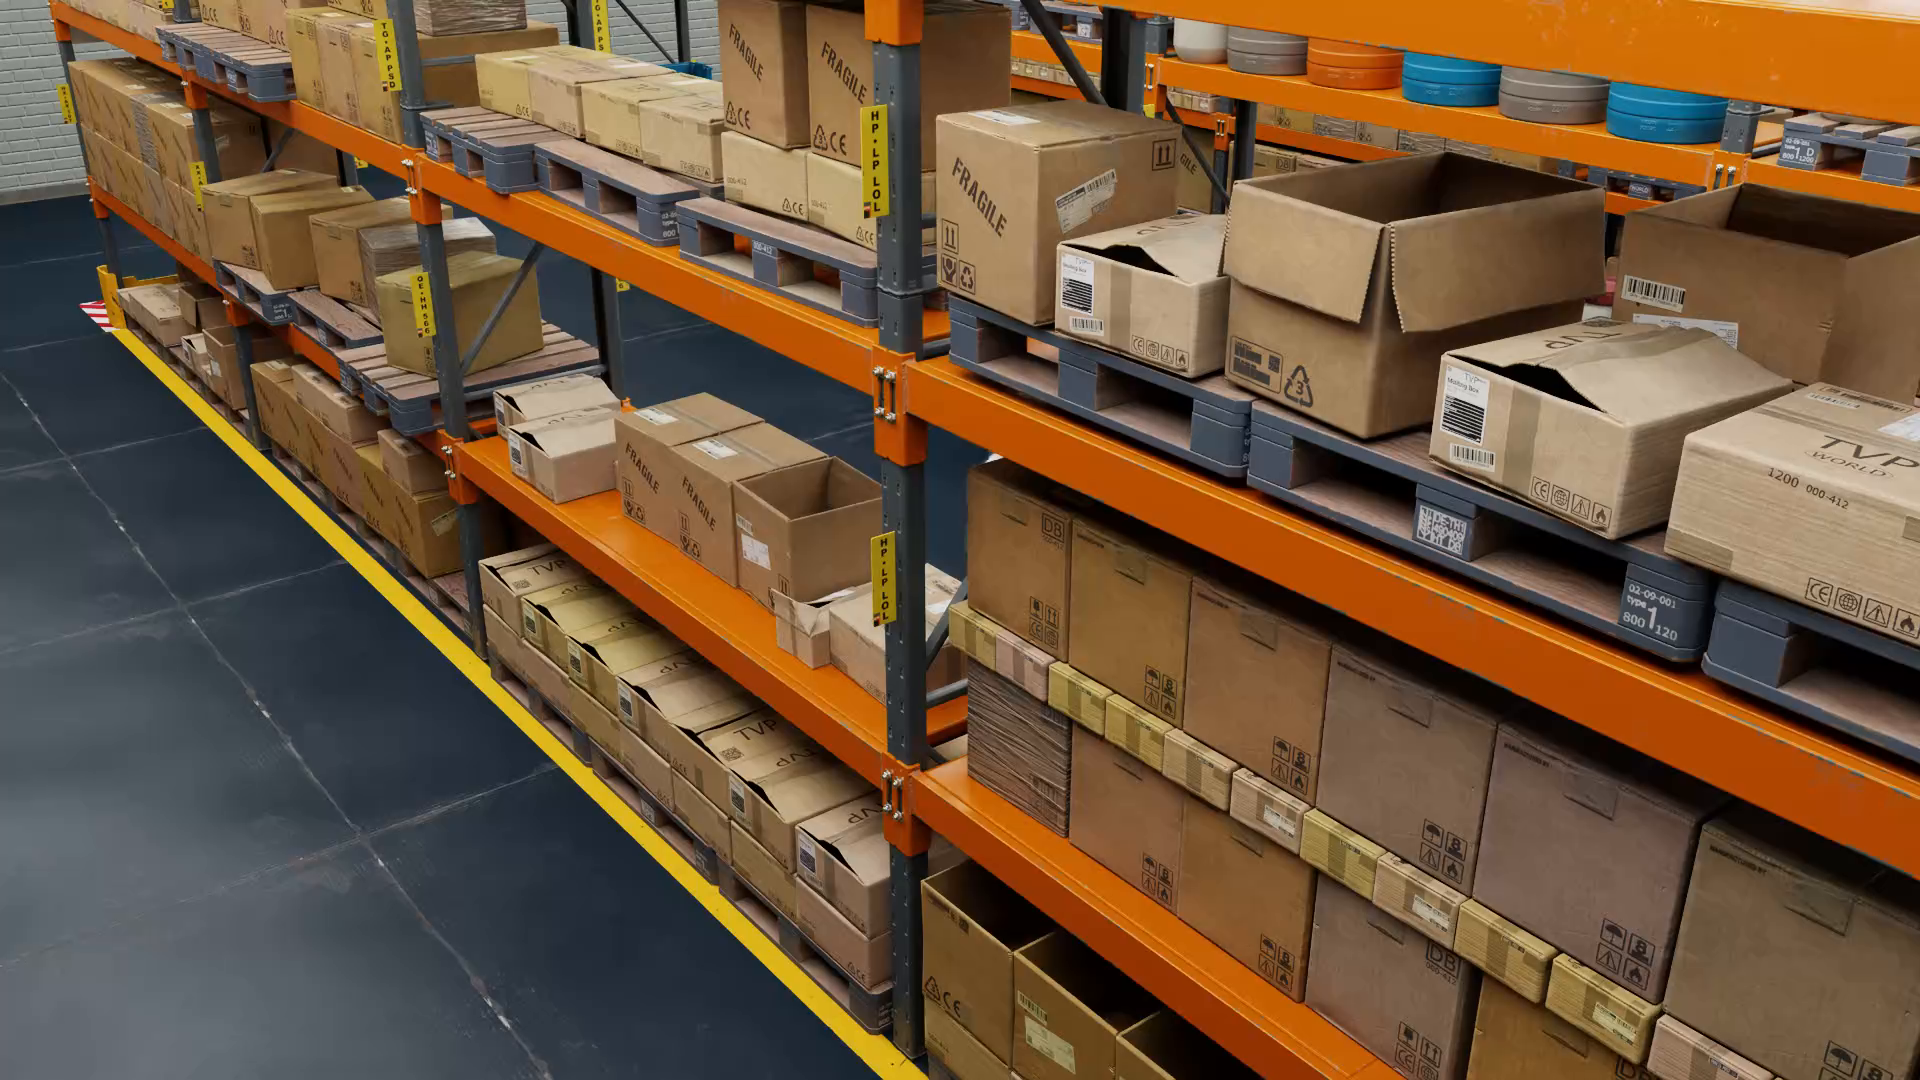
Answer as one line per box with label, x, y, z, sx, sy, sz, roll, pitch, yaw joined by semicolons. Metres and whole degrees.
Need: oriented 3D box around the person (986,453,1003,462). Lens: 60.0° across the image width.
person;0.417;0.125;8.282;0.572;1.741;0.834;-18;30;-34
